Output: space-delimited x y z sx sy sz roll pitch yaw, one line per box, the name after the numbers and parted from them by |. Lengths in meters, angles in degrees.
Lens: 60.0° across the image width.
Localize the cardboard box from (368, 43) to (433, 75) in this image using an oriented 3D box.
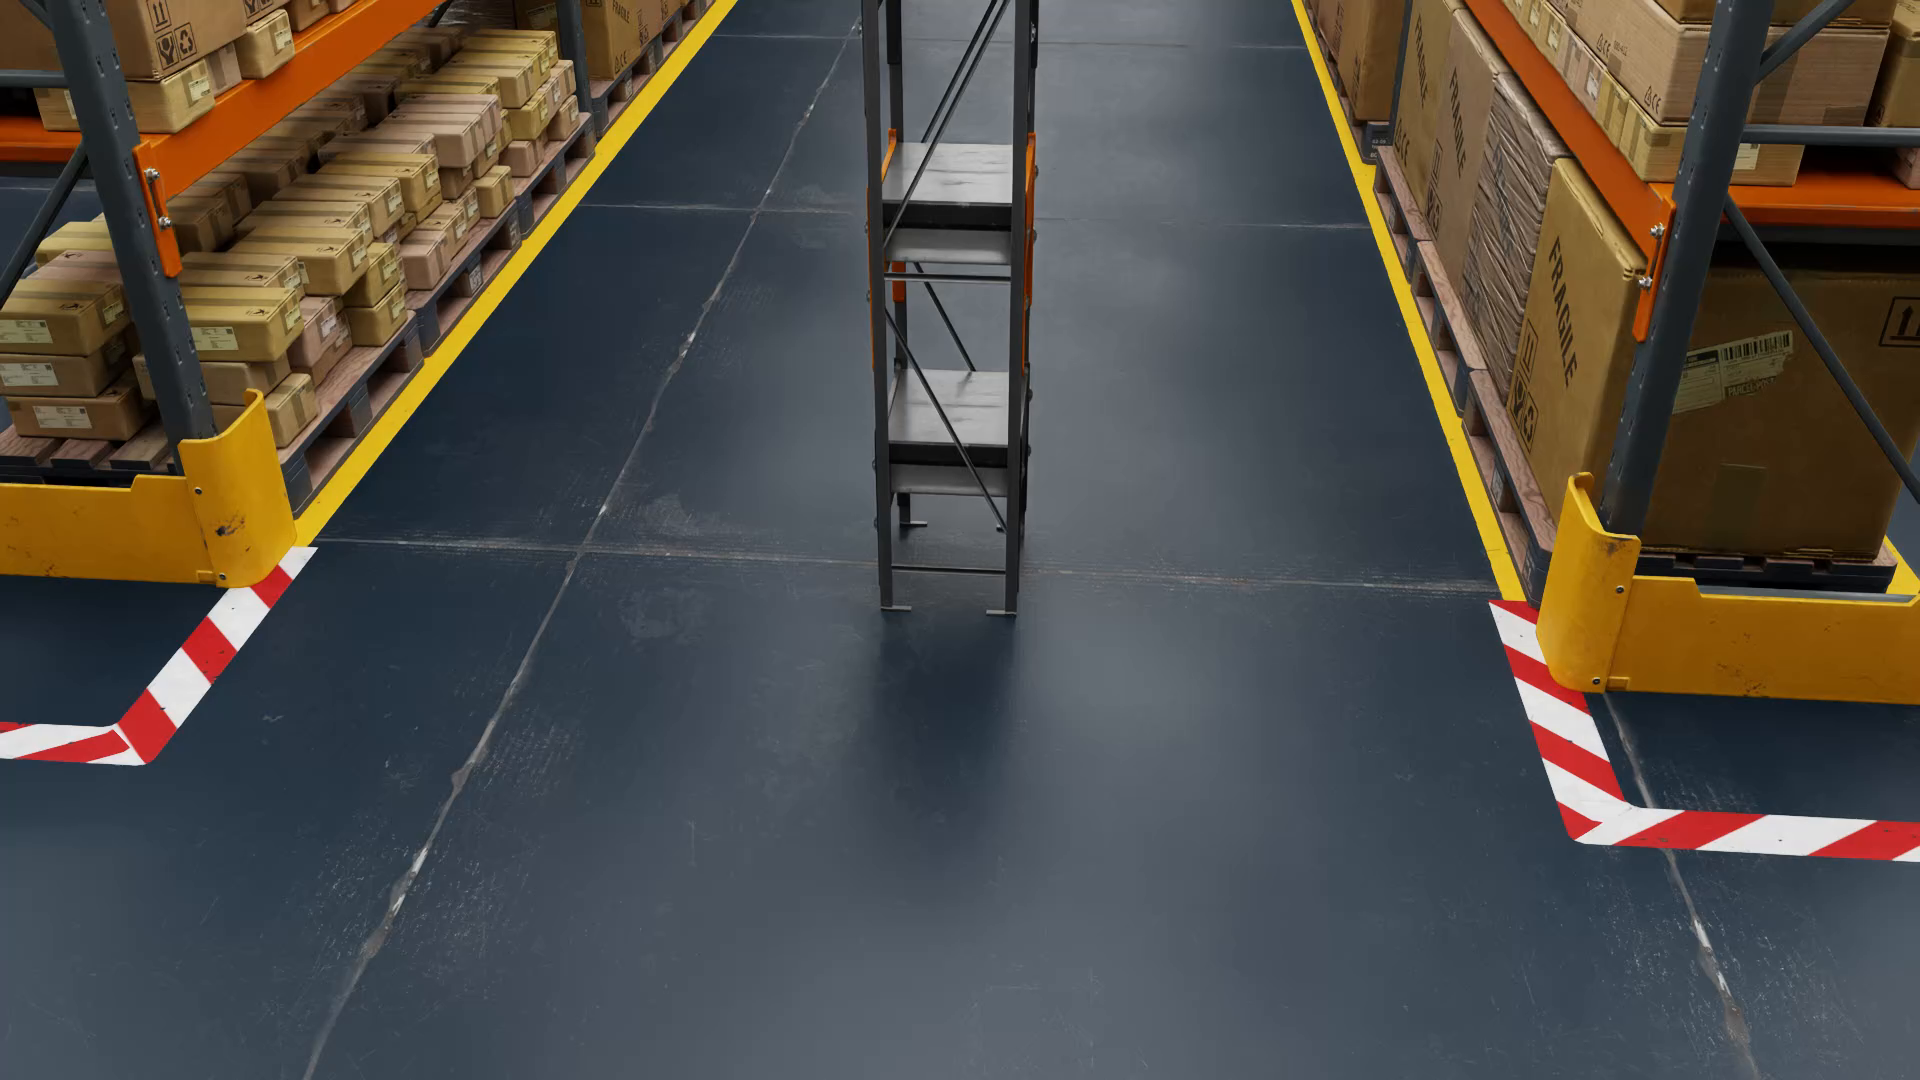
-2.683 -2.201 7.712 0.380 0.149 0.250 4 32 6 | cardboard box

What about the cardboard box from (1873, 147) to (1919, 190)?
2.600 -1.004 4.259 0.380 0.149 0.250 3 32 5 | cardboard box

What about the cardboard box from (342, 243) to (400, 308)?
-2.255 -0.961 5.983 0.380 0.149 0.250 3 32 6 | cardboard box

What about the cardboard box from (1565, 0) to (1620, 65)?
2.059 -1.532 4.736 0.500 0.250 0.500 2 32 3 | cardboard box

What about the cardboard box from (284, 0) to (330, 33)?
-2.354 -1.808 5.563 0.380 0.149 0.250 2 32 3 | cardboard box

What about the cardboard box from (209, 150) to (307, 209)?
-2.748 -1.388 6.393 0.380 0.149 0.250 1 32 2 | cardboard box

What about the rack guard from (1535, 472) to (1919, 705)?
2.240 0.138 4.550 1.175 0.500 0.348 2 32 4 | rack guard

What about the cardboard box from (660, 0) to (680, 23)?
-1.972 -3.336 9.787 0.500 0.500 0.500 3 32 5 | cardboard box

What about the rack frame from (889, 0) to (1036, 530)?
0.006 -0.935 4.766 0.400 2.100 0.015 2 32 4 | rack frame

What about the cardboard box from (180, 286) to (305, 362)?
-2.312 -0.682 5.247 0.380 0.149 0.250 1 32 2 | cardboard box

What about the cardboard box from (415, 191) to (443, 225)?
-2.315 -1.388 6.676 0.380 0.149 0.250 4 32 6 | cardboard box

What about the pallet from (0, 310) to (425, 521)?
-2.585 -0.480 5.827 1.003 0.211 1.213 2 32 4 | pallet

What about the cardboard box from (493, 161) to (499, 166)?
-2.264 -1.635 7.361 0.380 0.149 0.250 2 32 3 | cardboard box

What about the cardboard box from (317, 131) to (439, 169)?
-2.299 -1.506 6.585 0.380 0.149 0.250 3 32 4 | cardboard box

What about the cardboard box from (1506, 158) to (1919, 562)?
2.215 -0.551 4.910 0.875 0.875 0.875 2 32 4 | cardboard box

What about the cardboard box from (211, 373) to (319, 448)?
-2.331 -0.429 5.404 0.380 0.149 0.250 3 32 5 | cardboard box

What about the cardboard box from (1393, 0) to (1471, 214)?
2.435 -1.963 7.201 0.875 0.875 0.875 2 32 4 | cardboard box

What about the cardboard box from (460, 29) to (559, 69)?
-2.137 -2.317 7.900 0.380 0.149 0.250 3 32 5 | cardboard box

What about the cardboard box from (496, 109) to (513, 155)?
-2.208 -1.799 7.344 0.380 0.149 0.250 3 32 4 | cardboard box

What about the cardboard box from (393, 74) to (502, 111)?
-2.230 -1.918 7.254 0.380 0.149 0.250 3 32 6 | cardboard box

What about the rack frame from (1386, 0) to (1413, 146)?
2.568 -3.031 7.309 1.000 3.000 0.127 2 32 4 | rack frame

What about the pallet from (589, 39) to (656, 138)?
-2.305 -2.515 9.130 1.003 0.211 1.213 2 32 4 | pallet

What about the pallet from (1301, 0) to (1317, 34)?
2.754 -3.526 10.770 1.003 0.211 1.213 2 32 4 | pallet

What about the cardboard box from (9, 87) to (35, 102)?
-2.890 -1.408 4.915 0.380 0.149 0.250 2 32 4 | cardboard box

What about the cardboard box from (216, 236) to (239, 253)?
-2.769 -0.992 6.033 0.380 0.149 0.250 2 32 3 | cardboard box

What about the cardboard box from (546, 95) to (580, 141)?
-2.060 -2.041 8.020 0.380 0.149 0.250 3 32 5 | cardboard box

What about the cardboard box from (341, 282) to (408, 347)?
-2.248 -0.829 6.053 0.380 0.149 0.250 3 32 5 | cardboard box

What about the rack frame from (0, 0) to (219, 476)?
-2.693 -1.204 4.344 1.000 3.000 0.127 2 32 4 | rack frame

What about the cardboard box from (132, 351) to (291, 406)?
-2.394 -0.558 5.331 0.380 0.149 0.250 4 32 6 | cardboard box

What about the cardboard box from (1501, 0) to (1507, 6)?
2.087 -1.968 5.824 0.380 0.149 0.250 2 32 3 | cardboard box

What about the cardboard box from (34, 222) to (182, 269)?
-2.930 -0.980 5.730 0.380 0.149 0.250 2 32 3 | cardboard box

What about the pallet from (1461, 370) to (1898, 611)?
2.229 -0.173 5.330 1.003 0.211 1.213 2 32 4 | pallet

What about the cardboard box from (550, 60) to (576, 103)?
-2.076 -2.209 8.009 0.380 0.149 0.250 3 32 5 | cardboard box

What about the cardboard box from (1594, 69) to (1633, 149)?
1.963 -1.168 4.526 0.380 0.149 0.250 3 32 4 | cardboard box

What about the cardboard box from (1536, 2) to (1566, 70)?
2.025 -1.566 5.172 0.380 0.149 0.250 2 32 3 | cardboard box

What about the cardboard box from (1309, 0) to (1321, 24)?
2.736 -3.571 9.810 1.225 0.875 0.875 3 32 4 | cardboard box

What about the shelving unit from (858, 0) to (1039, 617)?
-0.013 -0.807 4.559 0.431 2.100 0.503 2 32 4 | shelving unit

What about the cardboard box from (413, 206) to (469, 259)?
-2.219 -1.239 6.718 0.380 0.149 0.250 2 32 4 | cardboard box

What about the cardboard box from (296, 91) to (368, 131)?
-2.755 -1.800 7.061 0.380 0.149 0.250 3 32 5 | cardboard box

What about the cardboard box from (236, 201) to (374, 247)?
-2.323 -1.090 5.910 0.380 0.149 0.250 1 32 2 | cardboard box

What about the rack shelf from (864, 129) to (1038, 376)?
-0.013 -0.796 4.566 0.431 0.518 0.480 2 32 4 | rack shelf

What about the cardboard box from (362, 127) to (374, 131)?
-2.701 -1.662 7.122 0.380 0.149 0.250 4 32 6 | cardboard box

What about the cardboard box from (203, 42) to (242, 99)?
-2.360 -1.387 4.881 0.380 0.149 0.250 4 32 6 | cardboard box
